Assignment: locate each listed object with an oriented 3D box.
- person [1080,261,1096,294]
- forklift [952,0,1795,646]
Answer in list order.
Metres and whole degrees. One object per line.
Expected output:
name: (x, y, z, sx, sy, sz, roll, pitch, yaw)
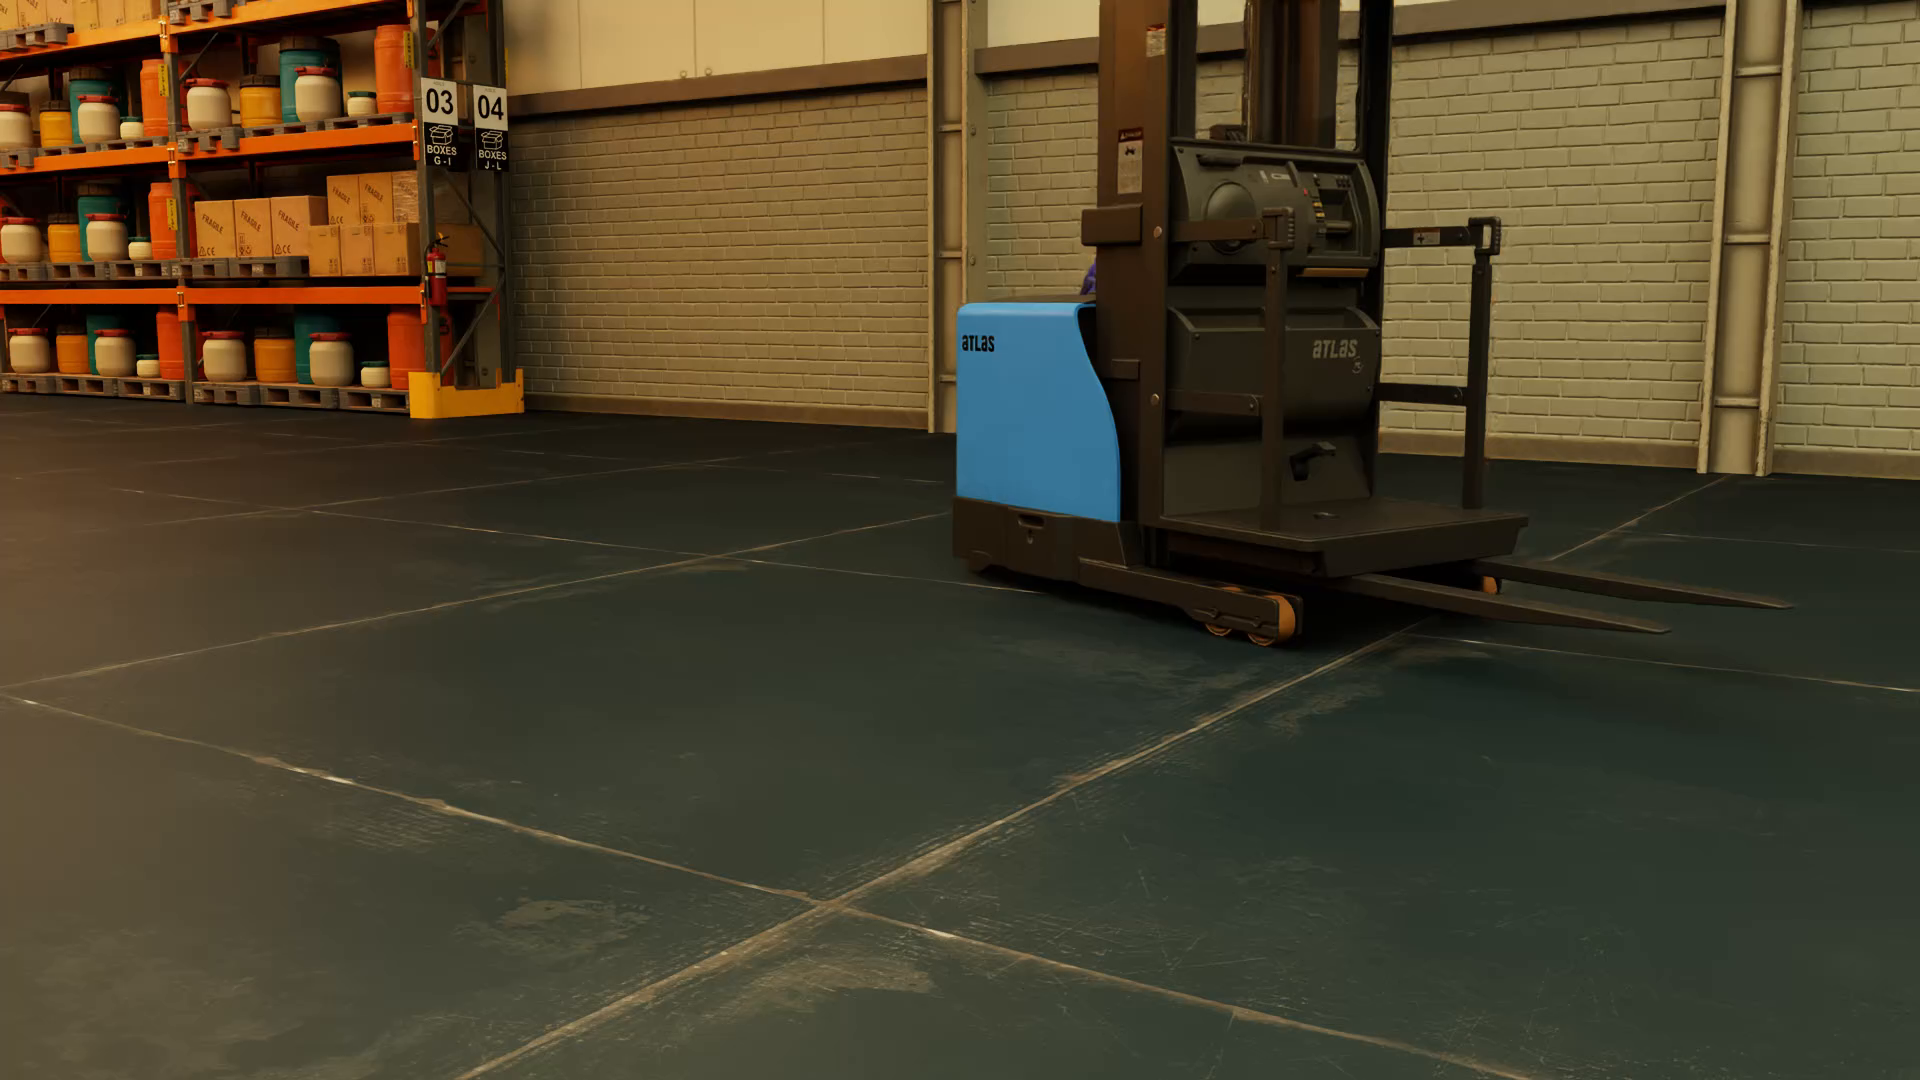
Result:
person: (0.736, -0.769, 7.563, 0.835, 1.566, 0.540, 6, 10, 36)
forklift: (1.227, -1.192, 5.577, 1.130, 2.935, 3.031, -6, 10, -35)
